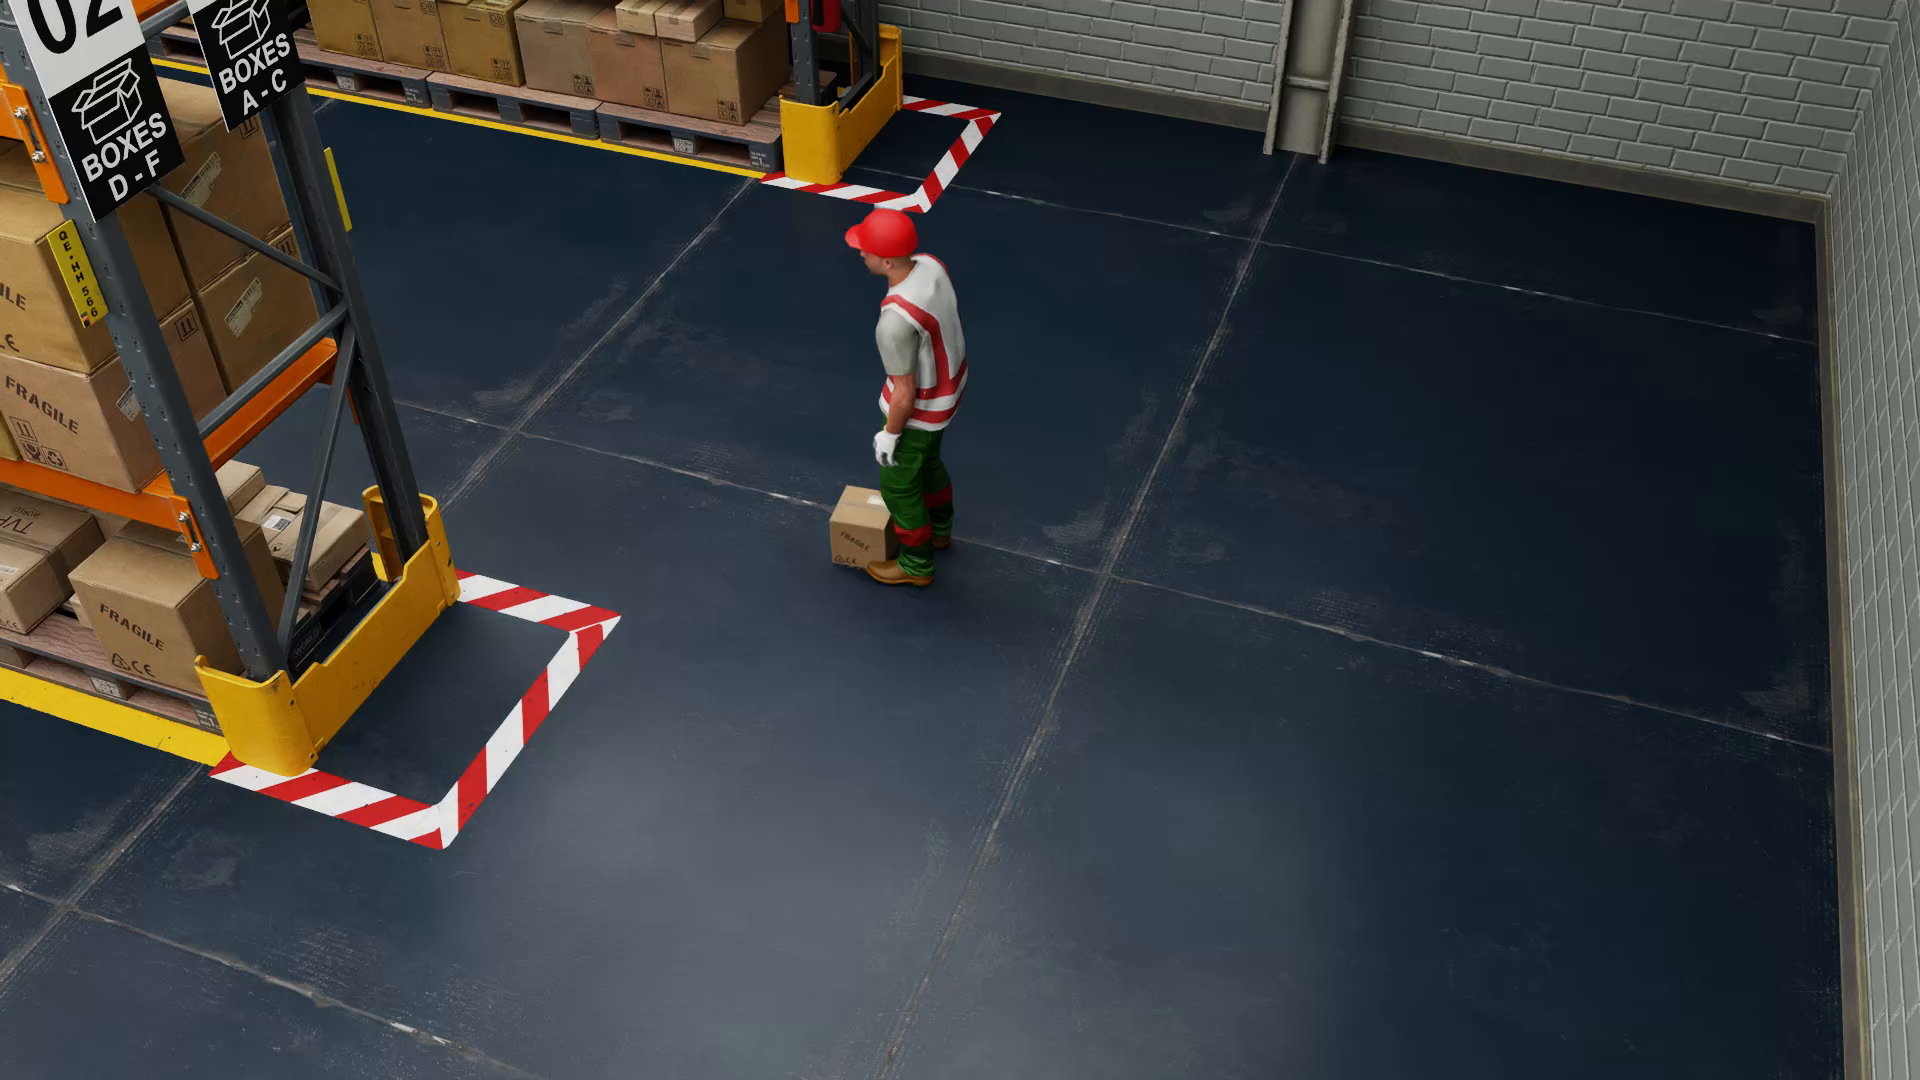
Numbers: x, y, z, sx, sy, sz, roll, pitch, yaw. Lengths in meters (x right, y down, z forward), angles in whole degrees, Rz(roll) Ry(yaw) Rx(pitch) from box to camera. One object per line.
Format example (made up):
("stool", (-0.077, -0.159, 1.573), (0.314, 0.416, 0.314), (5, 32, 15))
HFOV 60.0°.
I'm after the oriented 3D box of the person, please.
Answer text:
("person", (-0.209, -0.586, 6.775), (0.451, 1.720, 0.582), (11, 42, 12))
